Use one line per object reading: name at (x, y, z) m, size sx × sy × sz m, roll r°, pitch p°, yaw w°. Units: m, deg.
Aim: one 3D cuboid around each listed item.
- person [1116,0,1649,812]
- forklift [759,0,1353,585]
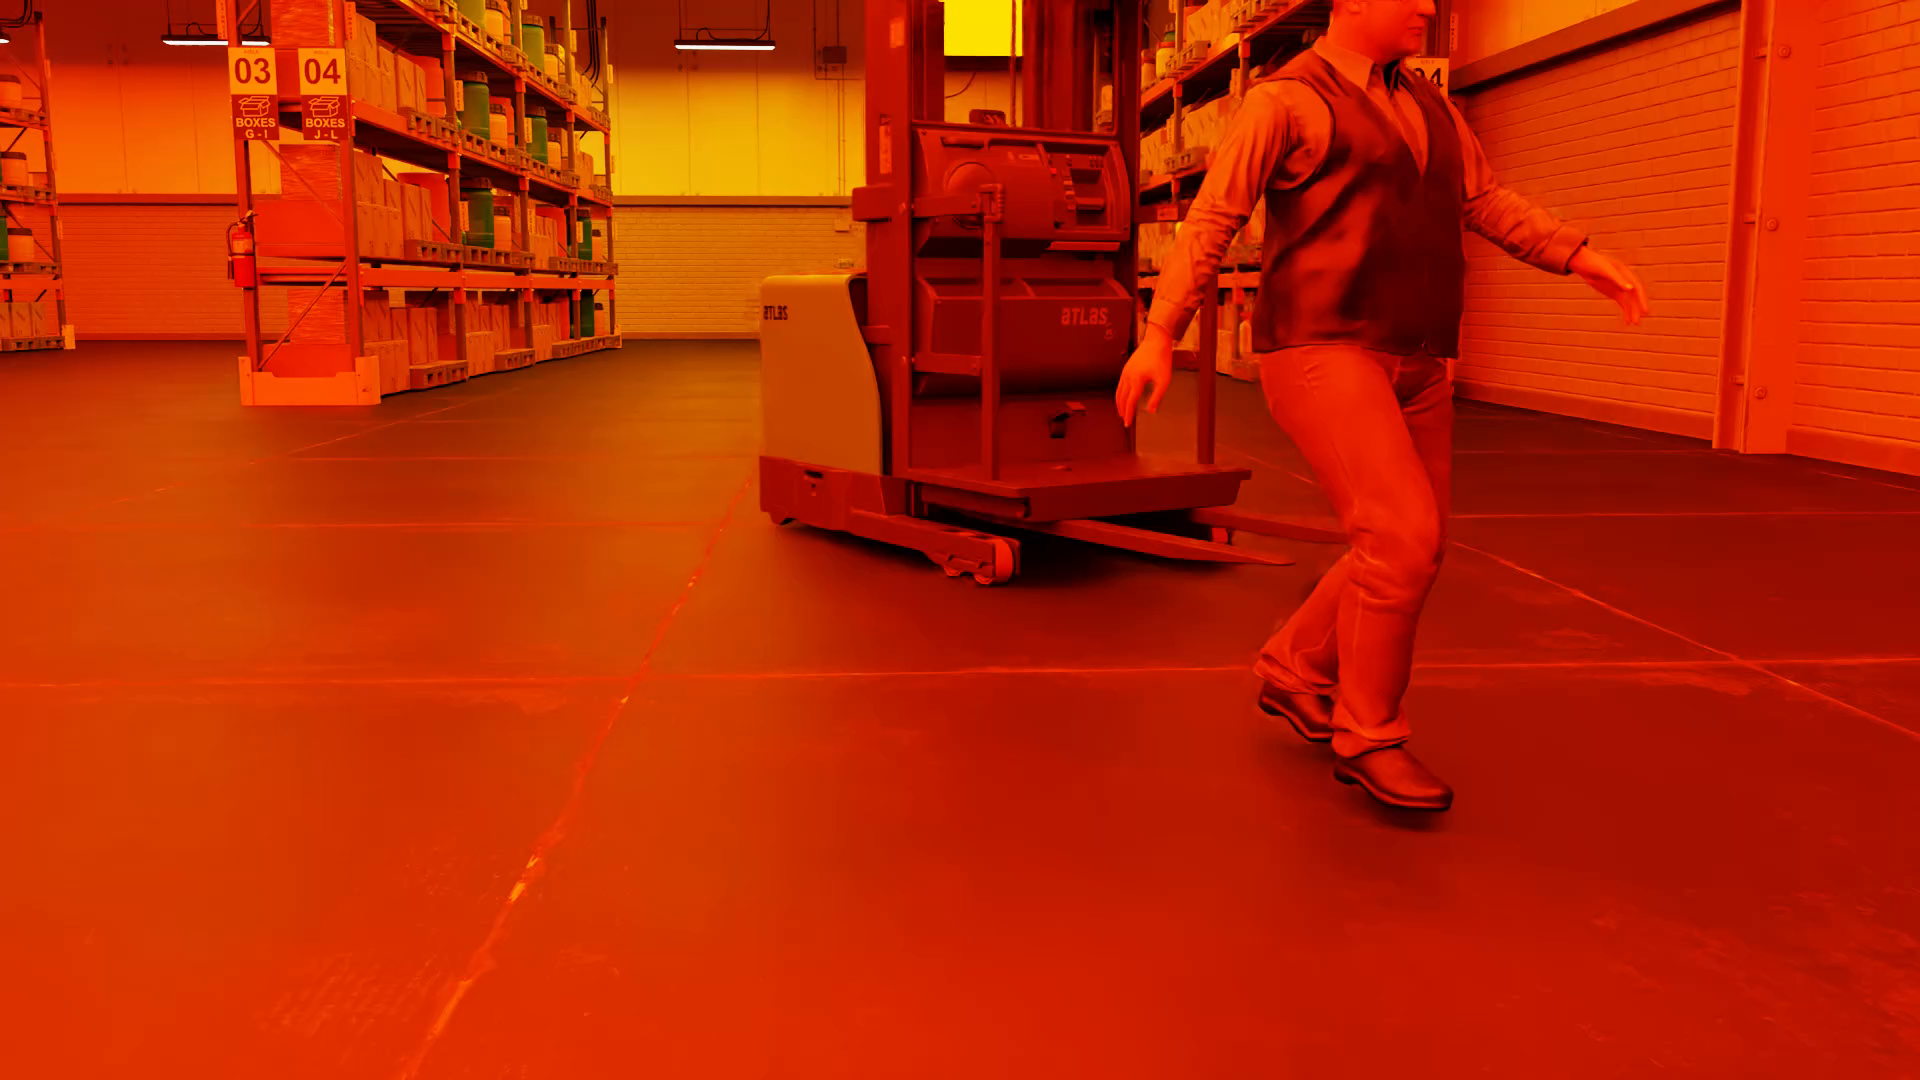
person at (0.795, -0.353, 3.305) m, size 0.911 × 1.662 × 0.730 m, roll -6°, pitch 10°, yaw -35°
forklift at (0.370, -1.372, 6.070) m, size 1.130 × 2.935 × 3.031 m, roll -6°, pitch 10°, yaw -33°
